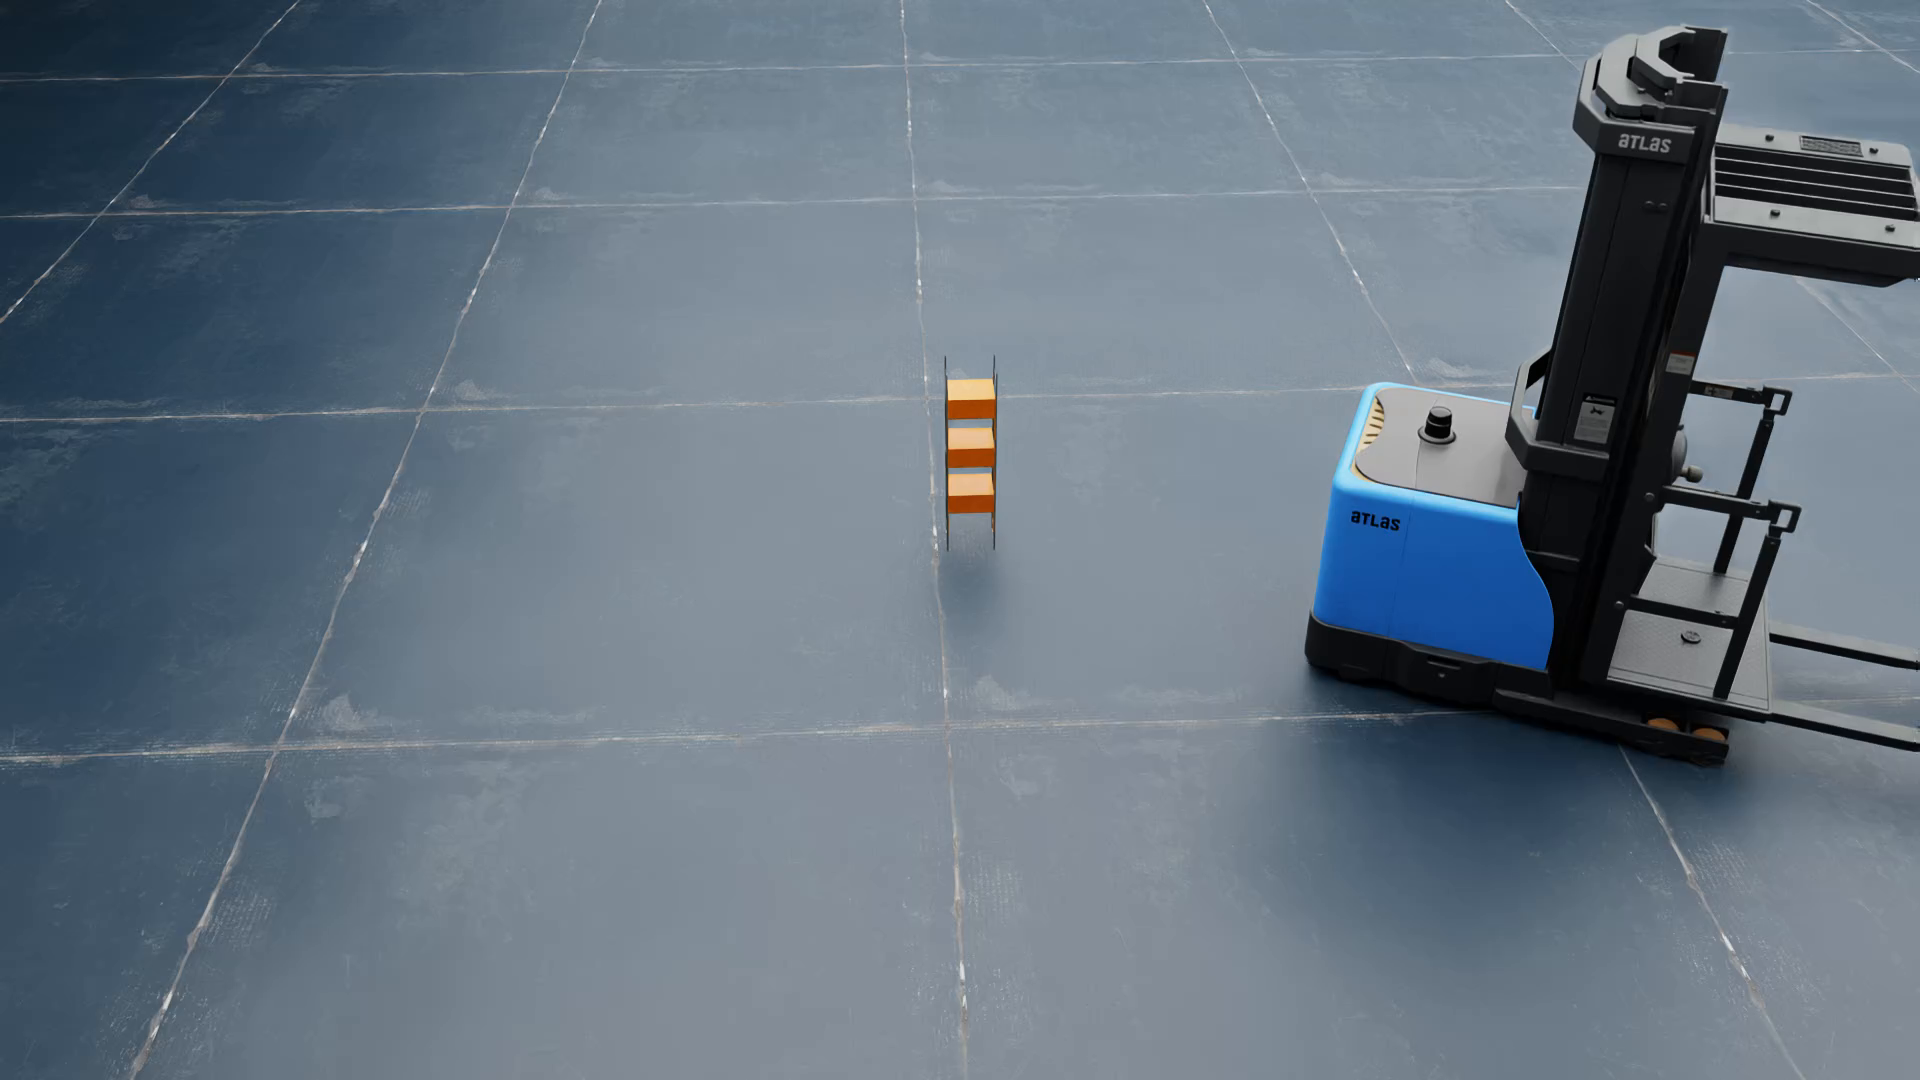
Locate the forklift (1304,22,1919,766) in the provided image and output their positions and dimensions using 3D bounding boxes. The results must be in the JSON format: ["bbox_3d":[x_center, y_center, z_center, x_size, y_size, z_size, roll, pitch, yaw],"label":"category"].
[{"bbox_3d":[3.205,-0.551,7.006,3.031,2.935,1.130,12,36,17],"label":"forklift"}]

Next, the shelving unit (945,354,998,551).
[{"bbox_3d":[0.053,-0.433,8.490,0.252,1.050,0.215,-2,35,-2],"label":"shelving unit"}]

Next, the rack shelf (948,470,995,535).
[{"bbox_3d":[0.053,-0.196,8.654,0.240,0.259,0.215,-2,35,-2],"label":"rack shelf"}]

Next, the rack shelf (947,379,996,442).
[{"bbox_3d":[0.053,-0.658,8.334,0.240,0.259,0.215,-2,35,-2],"label":"rack shelf"}]

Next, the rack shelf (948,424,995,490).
[{"bbox_3d":[0.053,-0.424,8.496,0.240,0.259,0.215,-2,35,-2],"label":"rack shelf"}]

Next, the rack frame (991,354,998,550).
[{"bbox_3d":[0.175,-0.436,8.494,0.008,1.050,0.200,-2,35,-2],"label":"rack frame"}]

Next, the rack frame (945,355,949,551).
[{"bbox_3d":[-0.068,-0.430,8.485,0.008,1.050,0.200,-2,35,-2],"label":"rack frame"}]
